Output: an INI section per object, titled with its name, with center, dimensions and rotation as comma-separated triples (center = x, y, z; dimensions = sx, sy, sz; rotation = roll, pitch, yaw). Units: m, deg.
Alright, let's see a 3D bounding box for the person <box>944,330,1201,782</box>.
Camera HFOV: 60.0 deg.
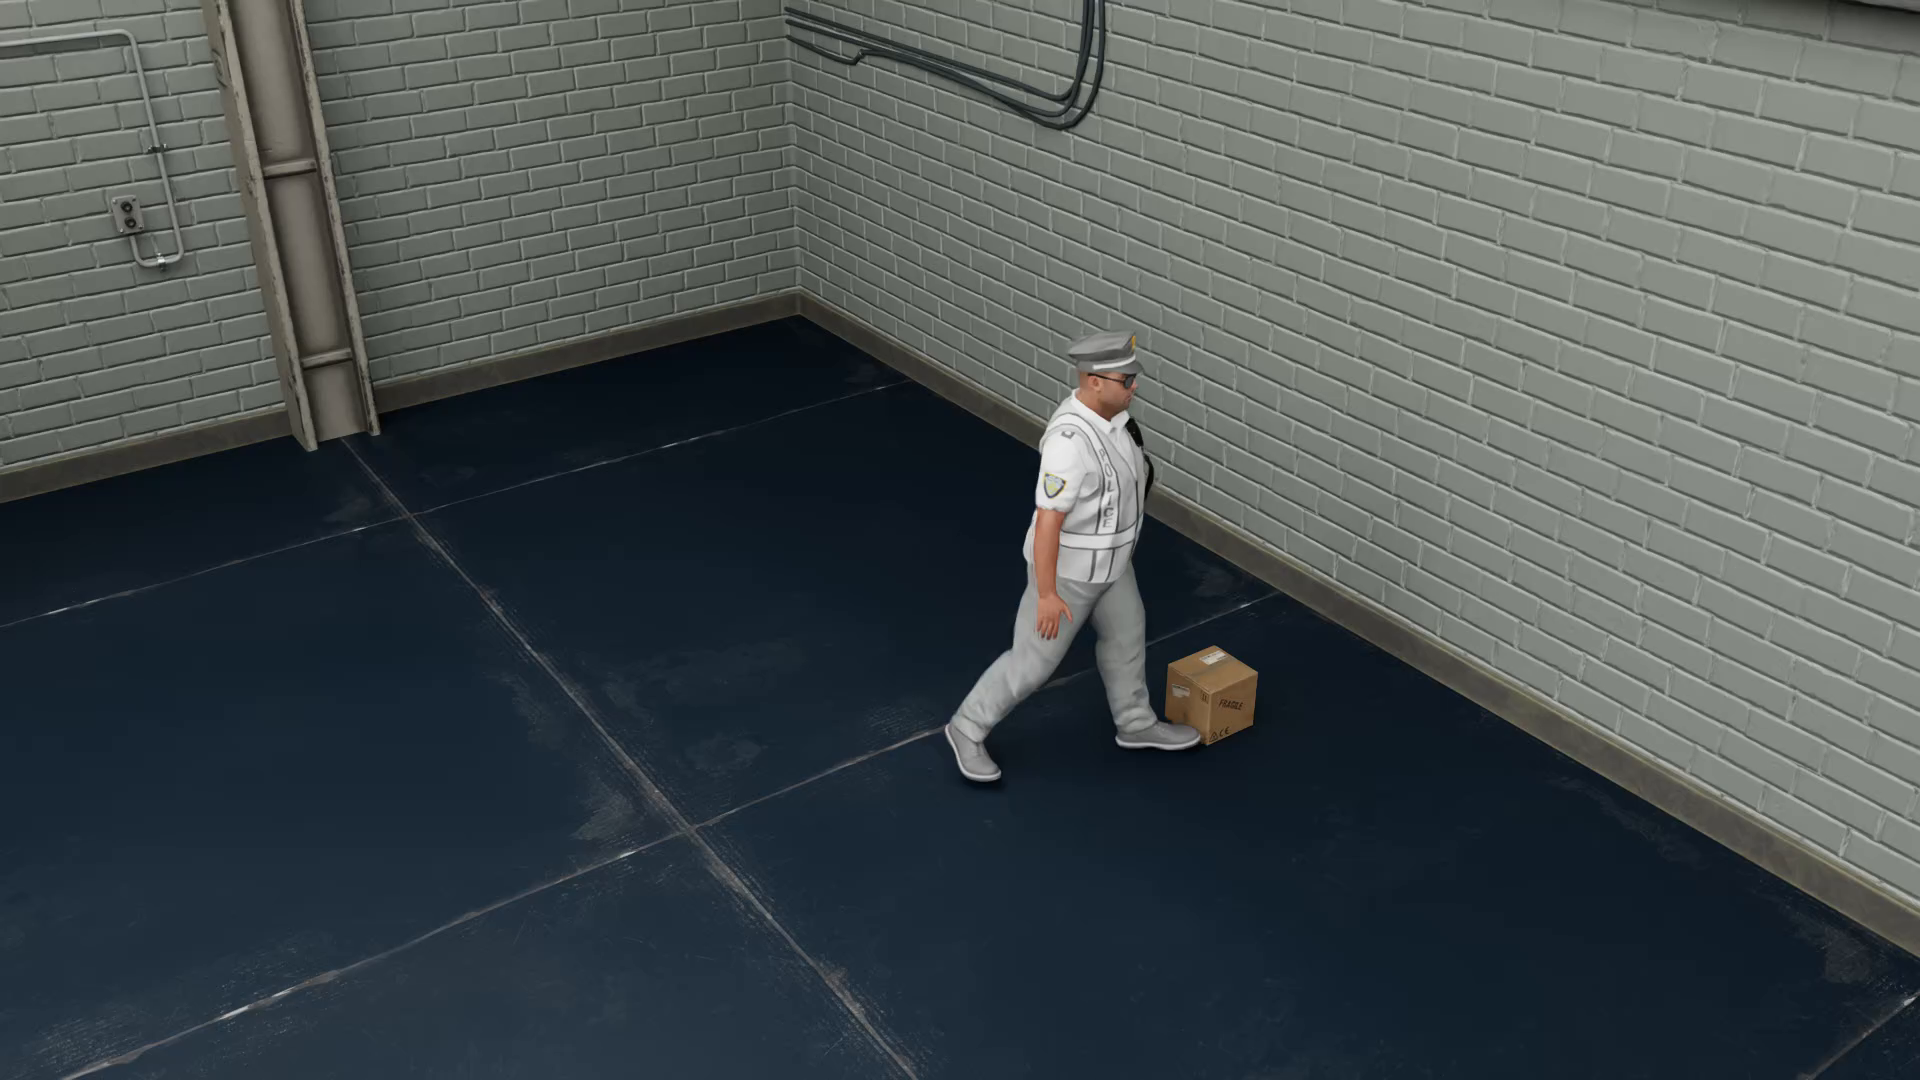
[person]
center = 0.427, 0.058, 5.999
dimensions = 0.902, 1.729, 0.713
rotation = 11, 30, 20
